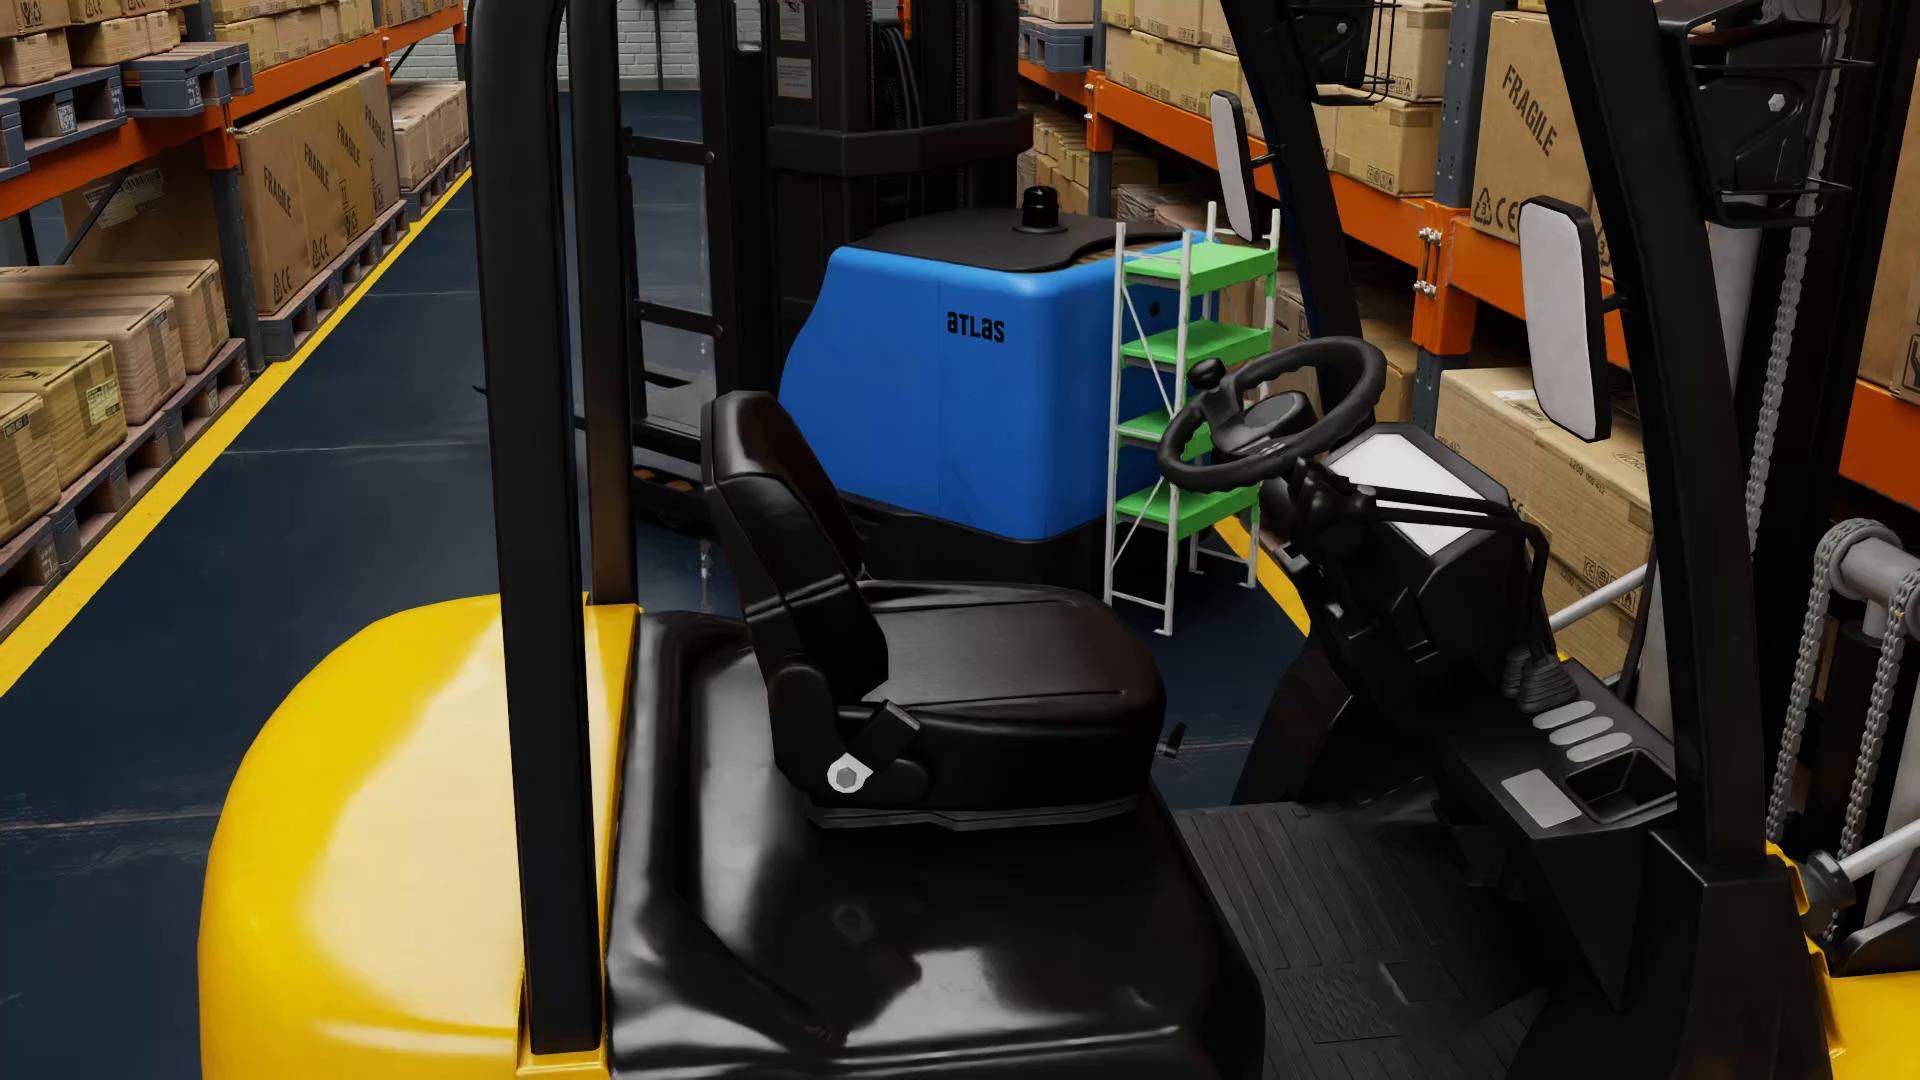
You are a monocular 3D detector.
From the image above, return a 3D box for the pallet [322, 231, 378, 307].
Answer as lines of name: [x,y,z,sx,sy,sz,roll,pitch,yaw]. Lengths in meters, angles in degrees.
pallet: [-3.989,-1.562,9.595,1.003,0.211,1.213,-3,21,-8]

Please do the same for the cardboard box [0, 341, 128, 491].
cardboard box: [-3.488,-0.421,5.712,0.950,0.372,0.625,-2,21,-6]

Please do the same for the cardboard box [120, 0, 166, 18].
cardboard box: [-3.352,-2.231,6.233,0.500,0.500,0.500,-3,21,-9]

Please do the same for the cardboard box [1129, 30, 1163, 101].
cardboard box: [1.023,-2.011,7.027,0.500,0.250,0.500,-3,21,-9]

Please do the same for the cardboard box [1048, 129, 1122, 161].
cardboard box: [0.718,-2.275,9.567,0.380,0.149,0.250,-3,21,-9]

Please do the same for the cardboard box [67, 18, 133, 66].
cardboard box: [-3.225,-1.791,5.982,0.380,0.149,0.250,-3,21,-7]

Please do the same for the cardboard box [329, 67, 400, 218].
cardboard box: [-4.186,-2.545,10.680,0.875,0.875,0.875,-2,21,-6]

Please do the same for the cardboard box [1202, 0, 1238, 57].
cardboard box: [1.183,-1.888,5.984,0.500,0.250,0.500,-3,21,-7]

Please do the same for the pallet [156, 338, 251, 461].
pallet: [-3.666,-0.593,7.001,1.003,0.211,1.213,-3,21,-8]

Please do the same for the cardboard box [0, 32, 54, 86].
cardboard box: [-3.128,-1.524,5.267,0.380,0.149,0.250,-2,21,-6]

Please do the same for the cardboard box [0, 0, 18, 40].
cardboard box: [-3.115,-1.690,4.785,0.500,0.500,0.500,-3,21,-8]

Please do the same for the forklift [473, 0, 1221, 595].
forklift: [-0.609,-1.541,5.652,3.031,2.935,1.130,16,26,37]

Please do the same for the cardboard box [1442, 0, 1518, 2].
cardboard box: [1.441,-1.494,4.359,0.380,0.149,0.250,-2,21,-6]

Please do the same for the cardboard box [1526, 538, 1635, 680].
cardboard box: [1.549,0.178,3.567,0.500,0.250,0.500,-3,21,-8]

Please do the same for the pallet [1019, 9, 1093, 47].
pallet: [0.849,-3.004,9.747,1.003,0.211,1.213,-3,21,-8]

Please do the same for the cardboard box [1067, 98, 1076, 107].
cardboard box: [0.939,-2.932,11.325,0.380,0.149,0.250,-3,21,-8]

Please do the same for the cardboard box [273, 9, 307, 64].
cardboard box: [-3.761,-2.640,8.713,0.500,0.250,0.500,-2,21,-6]

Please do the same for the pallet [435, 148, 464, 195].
pallet: [-4.566,-2.939,13.283,1.003,0.211,1.213,-3,21,-8]

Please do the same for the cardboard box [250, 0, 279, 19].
cardboard box: [-3.680,-2.700,8.159,0.500,0.250,0.500,-2,21,-6]

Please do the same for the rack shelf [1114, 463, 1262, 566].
rack shelf: [0.691,-0.084,5.093,0.258,0.148,0.480,16,26,37]

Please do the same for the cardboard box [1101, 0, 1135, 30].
cardboard box: [0.931,-2.418,7.403,0.500,0.250,0.500,-3,21,-8]

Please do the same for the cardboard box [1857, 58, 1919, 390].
cardboard box: [1.681,-0.562,2.790,0.500,0.500,0.500,-3,21,-8]

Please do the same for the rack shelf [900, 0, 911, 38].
rack shelf: [0.269,-4.162,13.600,1.077,0.370,4.000,-3,21,-8]

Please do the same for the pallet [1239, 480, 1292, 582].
pallet: [1.565,0.017,5.369,1.003,0.211,1.213,-3,21,-8]

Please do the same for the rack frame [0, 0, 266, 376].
rack frame: [-3.778,-2.170,7.238,1.000,3.000,0.127,-3,21,-8]

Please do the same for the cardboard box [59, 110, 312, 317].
cardboard box: [-3.795,-1.614,8.188,0.875,0.875,0.875,-3,21,-8]

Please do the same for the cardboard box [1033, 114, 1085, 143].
cardboard box: [0.596,-2.549,10.300,0.380,0.149,0.250,-2,21,-6]

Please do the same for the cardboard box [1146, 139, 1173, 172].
cardboard box: [1.240,-2.123,9.157,0.380,0.149,0.250,-3,21,-7]

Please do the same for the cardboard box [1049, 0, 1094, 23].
cardboard box: [0.659,-2.708,8.439,0.380,0.149,0.250,-3,21,-7]

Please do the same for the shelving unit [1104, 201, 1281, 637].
shelving unit: [0.691,-0.369,4.987,0.258,1.200,0.503,16,26,37]

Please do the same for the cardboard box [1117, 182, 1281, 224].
cardboard box: [1.210,-1.289,7.674,0.875,0.625,0.625,-2,21,-6]

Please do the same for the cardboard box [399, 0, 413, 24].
cardboard box: [-4.231,-3.951,11.866,0.500,0.500,0.500,-3,21,-7]

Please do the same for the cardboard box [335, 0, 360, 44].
cardboard box: [-3.968,-3.165,10.118,0.500,0.250,0.500,-3,21,-9]

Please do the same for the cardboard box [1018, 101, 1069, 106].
cardboard box: [0.510,-2.818,11.019,0.380,0.149,0.250,-4,21,-11]

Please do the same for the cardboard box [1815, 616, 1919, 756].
cardboard box: [1.684,0.301,2.523,0.500,0.250,0.500,-3,21,-9]

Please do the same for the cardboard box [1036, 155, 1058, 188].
cardboard box: [0.720,-1.937,9.589,0.500,0.500,0.500,-2,21,-5]

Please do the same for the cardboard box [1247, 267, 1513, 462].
cardboard box: [1.520,-0.570,5.748,0.875,0.625,0.625,-3,21,-8]

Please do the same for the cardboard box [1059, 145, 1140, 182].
cardboard box: [0.742,-2.002,8.835,0.380,0.149,0.250,-4,21,-11]

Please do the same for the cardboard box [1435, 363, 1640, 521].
cardboard box: [1.470,-0.230,3.945,0.500,0.250,0.500,-3,21,-9]

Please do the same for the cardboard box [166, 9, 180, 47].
cardboard box: [-3.387,-2.058,6.697,0.380,0.149,0.250,-3,21,-7]

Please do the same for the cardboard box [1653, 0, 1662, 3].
cardboard box: [1.600,-1.085,3.264,0.380,0.149,0.250,-3,21,-8]

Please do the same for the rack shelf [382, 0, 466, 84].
rack shelf: [-4.643,-3.910,12.926,1.077,0.370,4.000,-3,21,-8]

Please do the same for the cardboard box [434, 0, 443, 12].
cardboard box: [-4.458,-4.480,13.282,0.500,0.500,0.500,-2,21,-6]

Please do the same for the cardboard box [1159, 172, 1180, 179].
cardboard box: [1.299,-1.778,9.162,0.500,0.500,0.500,-3,21,-8]

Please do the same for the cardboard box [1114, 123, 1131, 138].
cardboard box: [1.128,-2.392,9.879,0.380,0.149,0.250,-3,21,-7]

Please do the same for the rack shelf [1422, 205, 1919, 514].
rack shelf: [1.999,-0.007,2.475,1.077,0.370,4.000,-3,21,-8]

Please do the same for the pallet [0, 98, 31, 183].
pallet: [-3.167,-0.967,4.292,1.003,0.211,1.213,-3,21,-8]

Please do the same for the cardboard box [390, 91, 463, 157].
cardboard box: [-4.596,-3.396,13.583,0.875,0.438,0.875,-2,21,-6]

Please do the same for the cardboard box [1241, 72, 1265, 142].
cardboard box: [1.260,-1.475,5.591,0.500,0.250,0.500,-3,21,-7]

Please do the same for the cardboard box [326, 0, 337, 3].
cardboard box: [-3.890,-3.226,9.567,0.500,0.250,0.500,-2,21,-6]

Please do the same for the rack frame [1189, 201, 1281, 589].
rack frame: [0.846,-0.434,5.164,0.240,1.200,0.015,16,26,37]
